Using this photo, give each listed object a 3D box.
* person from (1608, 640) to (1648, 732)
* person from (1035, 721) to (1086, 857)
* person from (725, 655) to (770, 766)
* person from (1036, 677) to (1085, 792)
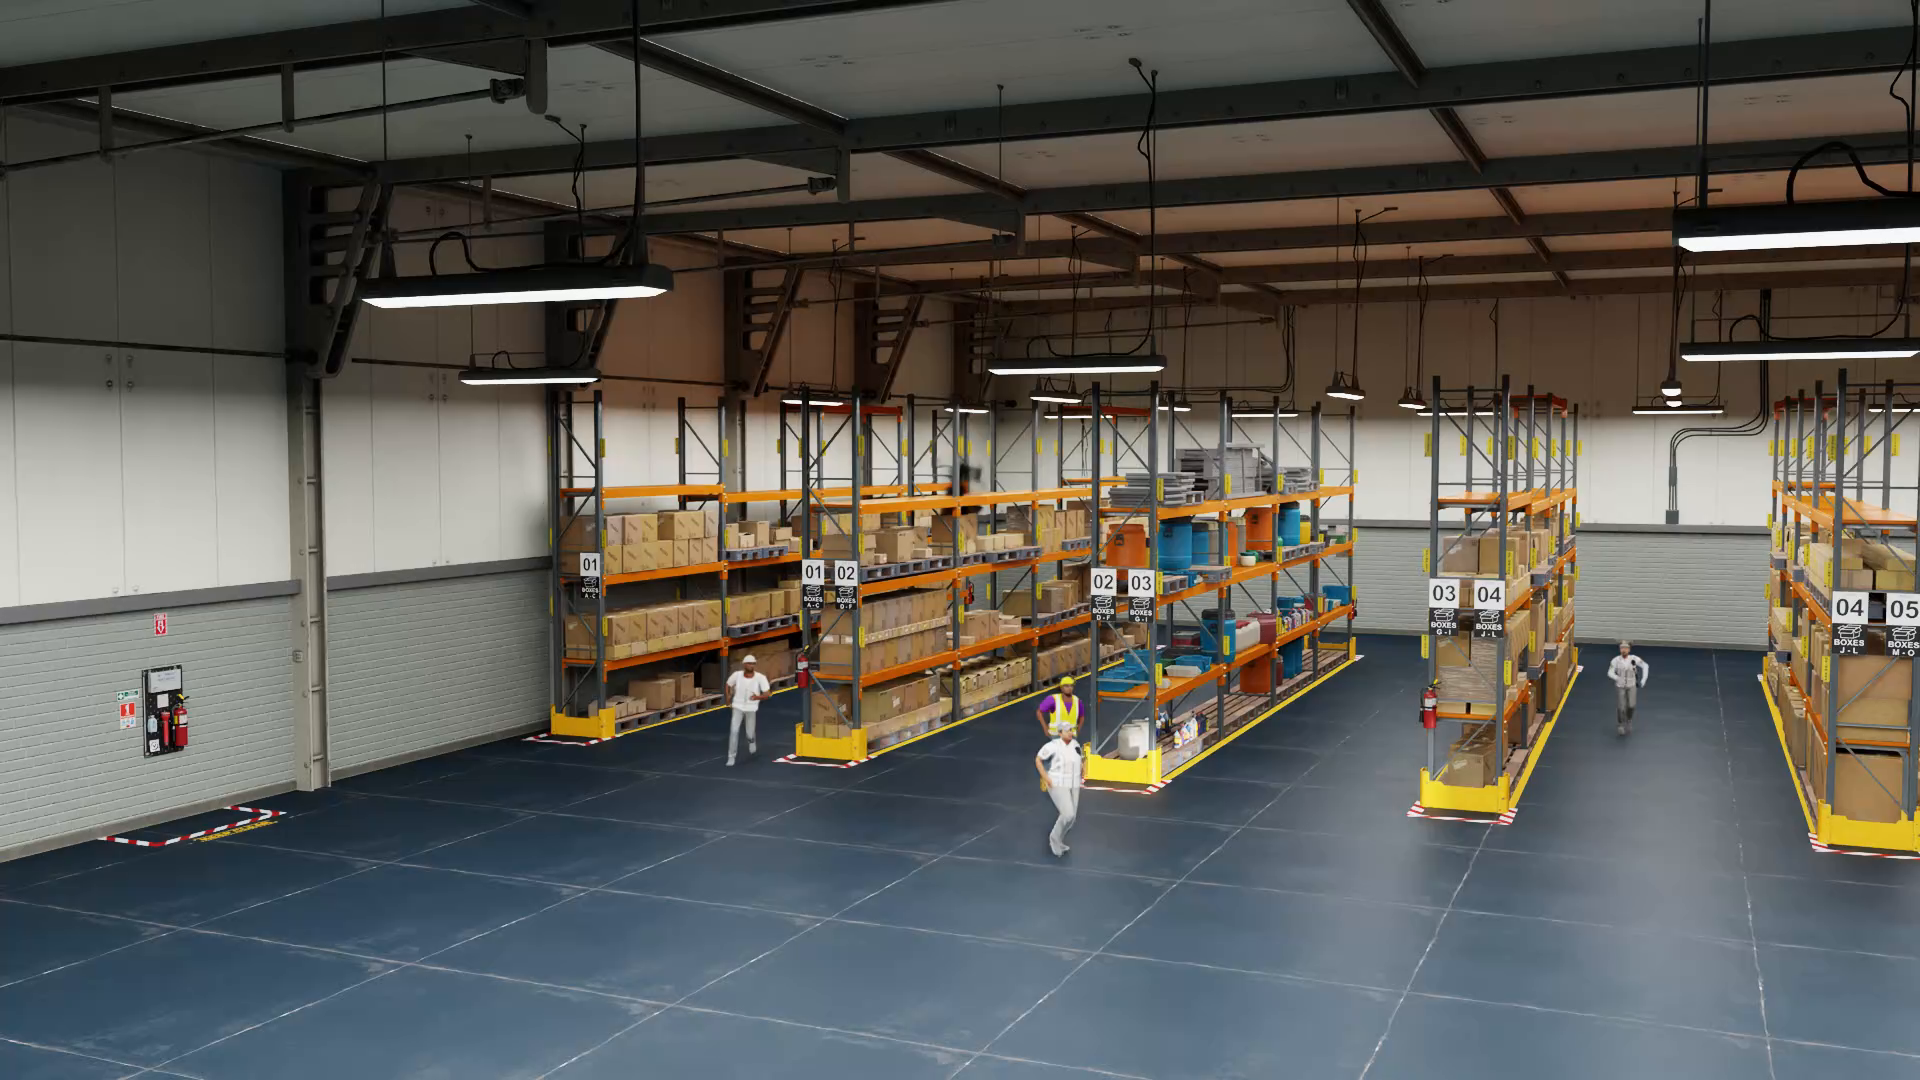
[{"bbox_3d":[11.621,2.561,28.951,0.636,1.651,0.767,1,3,24],"label":"person"},{"bbox_3d":[1.302,3.048,20.445,0.663,1.663,0.583,-2,4,-35],"label":"person"},{"bbox_3d":[-3.402,2.697,26.587,0.733,1.723,0.819,0,3,-3],"label":"person"},{"bbox_3d":[1.497,2.819,23.936,0.710,1.711,0.519,-1,3,-20],"label":"person"}]
